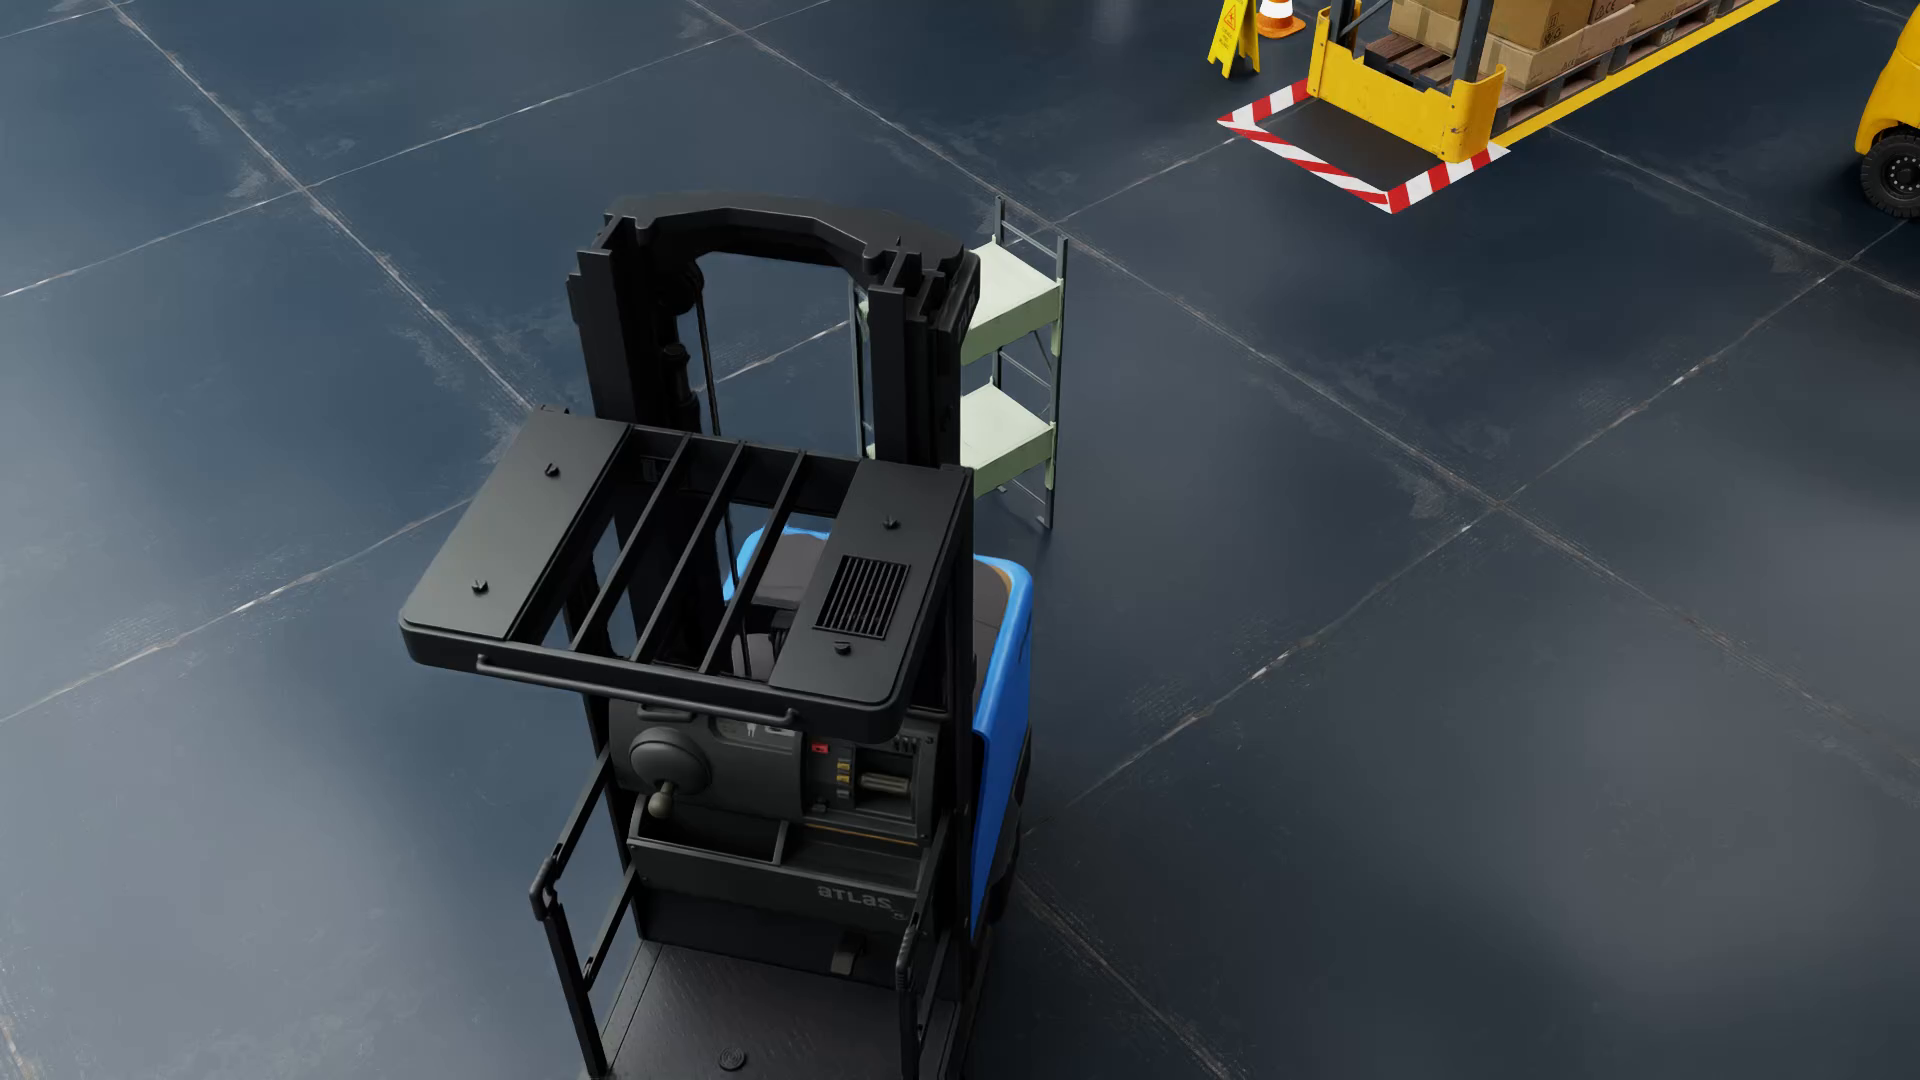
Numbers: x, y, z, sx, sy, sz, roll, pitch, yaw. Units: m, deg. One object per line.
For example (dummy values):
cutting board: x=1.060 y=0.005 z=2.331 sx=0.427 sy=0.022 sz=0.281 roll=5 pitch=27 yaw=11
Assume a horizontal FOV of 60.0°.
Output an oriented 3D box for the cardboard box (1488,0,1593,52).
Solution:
cardboard box: x=3.371 y=-3.248 z=9.724 sx=0.500 sy=0.500 sz=0.500 roll=-32 pitch=52 yaw=-29

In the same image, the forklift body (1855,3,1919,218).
forklift body: x=6.029 y=-2.480 z=8.373 sx=1.214 sy=2.155 sz=2.313 roll=-30 pitch=51 yaw=-28

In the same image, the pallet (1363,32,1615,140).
pallet: x=3.262 y=-2.959 z=10.300 sx=1.213 sy=0.211 sz=1.003 roll=-30 pitch=51 yaw=-28

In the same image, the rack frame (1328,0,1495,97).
rack frame: x=2.557 y=-3.604 z=8.949 sx=0.127 sy=3.000 sz=1.000 roll=-30 pitch=51 yaw=-28

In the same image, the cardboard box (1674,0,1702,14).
cardboard box: x=4.549 y=-3.650 z=10.701 sx=0.500 sy=0.250 sz=0.500 roll=-29 pitch=50 yaw=-27

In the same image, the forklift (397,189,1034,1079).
forklift: x=-0.563 y=0.702 z=4.415 sx=1.130 sy=2.935 sz=3.031 roll=9 pitch=44 yaw=9

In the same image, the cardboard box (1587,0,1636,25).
cardboard box: x=3.770 y=-3.479 z=9.971 sx=0.500 sy=0.500 sz=0.500 roll=-32 pitch=52 yaw=-29

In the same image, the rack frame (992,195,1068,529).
rack frame: x=0.276 y=-0.705 z=6.958 sx=0.023 sy=1.500 sz=0.400 roll=-30 pitch=51 yaw=-28

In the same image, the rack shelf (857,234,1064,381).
rack shelf: x=-0.005 y=-0.828 z=6.520 sx=0.720 sy=0.370 sz=0.431 roll=-30 pitch=51 yaw=-28

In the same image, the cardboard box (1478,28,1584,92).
cardboard box: x=3.354 y=-2.963 z=9.970 sx=0.500 sy=0.250 sz=0.500 roll=-30 pitch=51 yaw=-28

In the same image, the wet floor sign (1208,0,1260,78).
wet floor sign: x=1.725 y=-3.224 z=10.265 sx=0.232 sy=0.644 sz=0.267 roll=-14 pitch=45 yaw=-14

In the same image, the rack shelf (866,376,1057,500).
rack shelf: x=-0.005 y=-0.306 z=7.010 sx=0.720 sy=0.370 sz=0.431 roll=-30 pitch=51 yaw=-28

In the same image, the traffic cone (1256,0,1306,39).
traffic cone: x=2.060 y=-3.545 z=10.740 sx=0.334 sy=0.463 sz=0.336 roll=-30 pitch=51 yaw=-28

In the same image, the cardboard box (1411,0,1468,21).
cardboard box: x=3.005 y=-3.517 z=10.011 sx=0.500 sy=0.500 sz=0.500 roll=-29 pitch=51 yaw=-28

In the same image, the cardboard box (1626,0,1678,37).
cardboard box: x=4.160 y=-3.430 z=10.466 sx=0.500 sy=0.250 sz=0.500 roll=-26 pitch=49 yaw=-25

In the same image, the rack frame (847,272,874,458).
rack frame: x=-0.286 y=-0.383 z=6.616 sx=0.023 sy=1.500 sz=0.400 roll=-30 pitch=51 yaw=-28

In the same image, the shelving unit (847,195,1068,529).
shelving unit: x=-0.005 y=-0.544 z=6.787 sx=0.755 sy=1.500 sz=0.431 roll=-30 pitch=51 yaw=-28

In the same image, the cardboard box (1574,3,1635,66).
cardboard box: x=3.750 y=-3.184 z=10.204 sx=0.500 sy=0.250 sz=0.500 roll=-28 pitch=50 yaw=-27

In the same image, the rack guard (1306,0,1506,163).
rack guard: x=2.616 y=-2.726 z=9.841 sx=0.348 sy=0.500 sz=1.175 roll=-30 pitch=51 yaw=-28

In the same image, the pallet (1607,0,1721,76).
pallet: x=4.197 y=-3.492 z=10.867 sx=1.213 sy=0.211 sz=1.003 roll=-30 pitch=51 yaw=-28

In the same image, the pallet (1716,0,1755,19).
pallet: x=5.133 y=-4.030 z=11.441 sx=1.213 sy=0.211 sz=1.003 roll=-30 pitch=51 yaw=-28

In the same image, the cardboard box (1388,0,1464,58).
cardboard box: x=3.023 y=-3.261 z=10.287 sx=0.500 sy=0.250 sz=0.500 roll=-30 pitch=51 yaw=-28
